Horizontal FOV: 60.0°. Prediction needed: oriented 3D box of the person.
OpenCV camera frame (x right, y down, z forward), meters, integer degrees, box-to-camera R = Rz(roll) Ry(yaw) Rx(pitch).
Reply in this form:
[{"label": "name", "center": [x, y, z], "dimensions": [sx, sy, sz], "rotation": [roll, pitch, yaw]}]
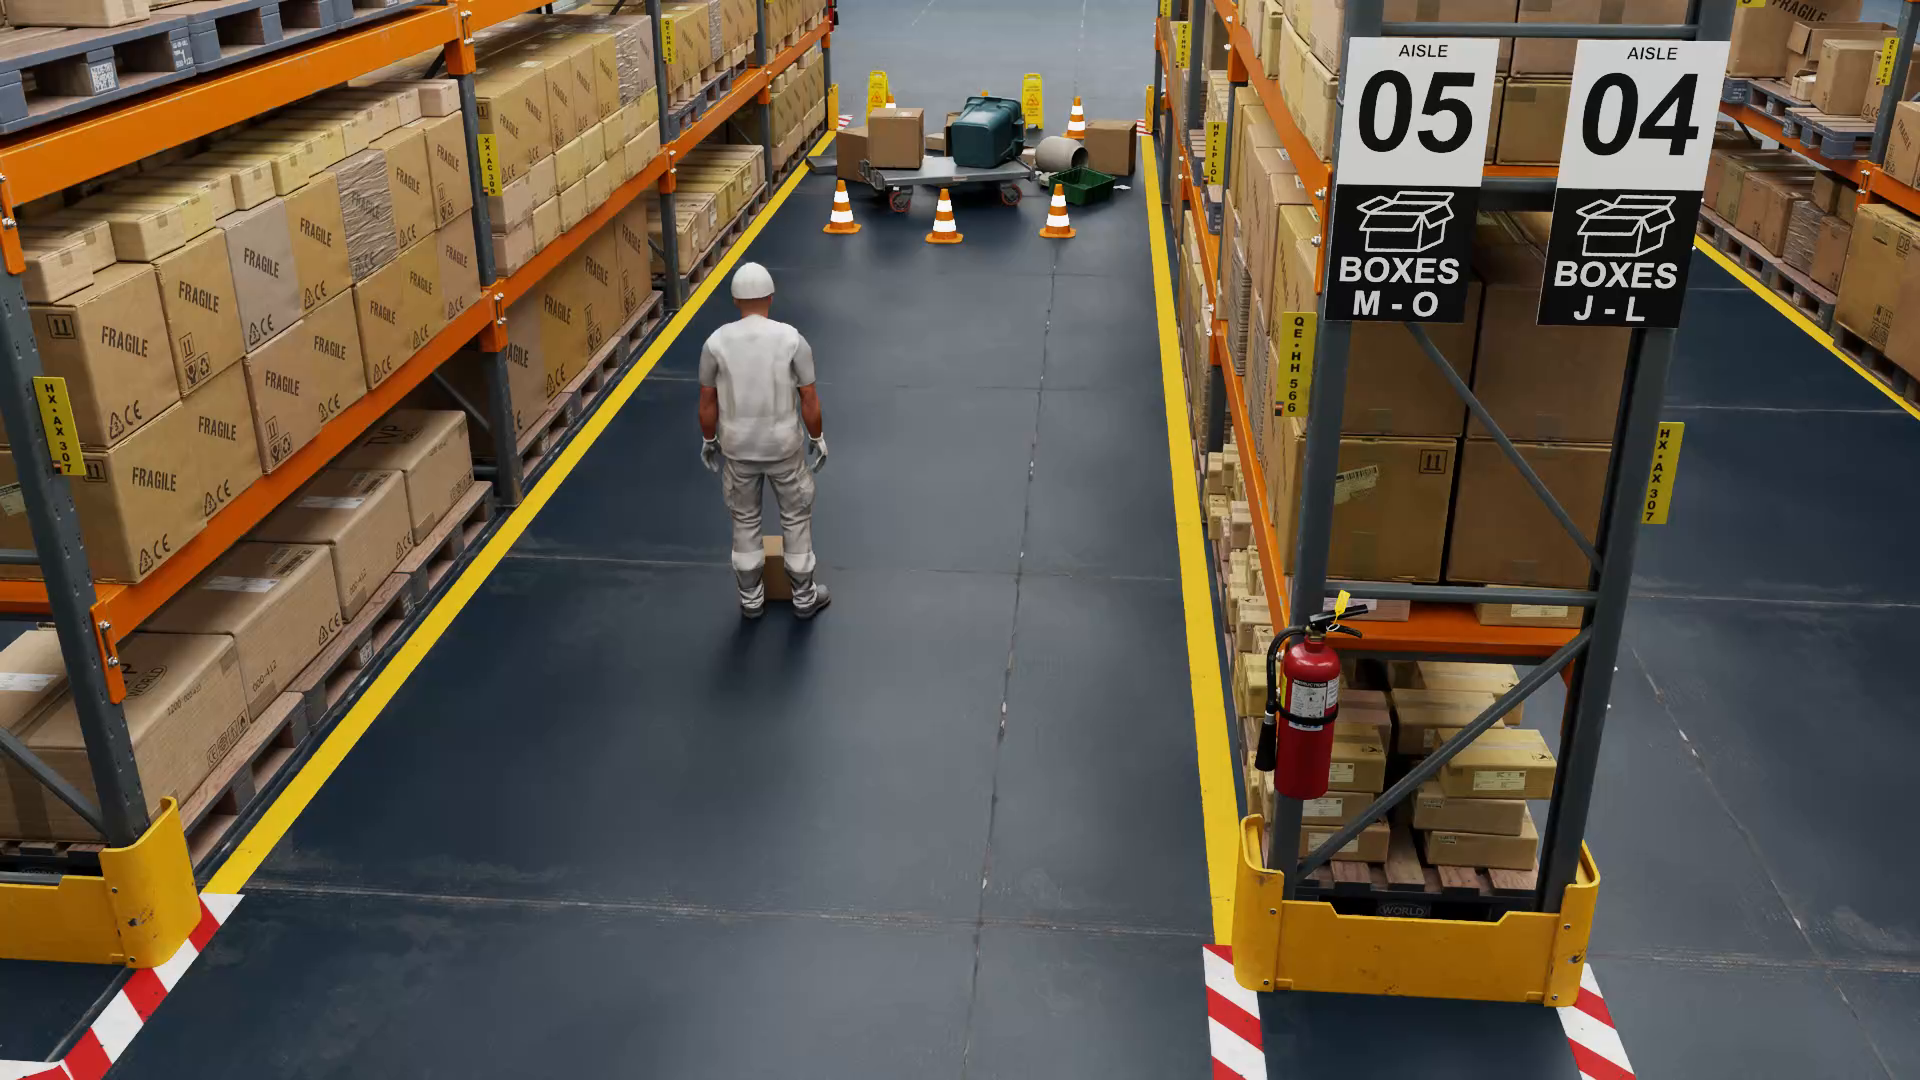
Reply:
[{"label": "person", "center": [-0.959, -0.461, 8.107], "dimensions": [0.621, 1.779, 0.445], "rotation": [1, 24, 1]}]
